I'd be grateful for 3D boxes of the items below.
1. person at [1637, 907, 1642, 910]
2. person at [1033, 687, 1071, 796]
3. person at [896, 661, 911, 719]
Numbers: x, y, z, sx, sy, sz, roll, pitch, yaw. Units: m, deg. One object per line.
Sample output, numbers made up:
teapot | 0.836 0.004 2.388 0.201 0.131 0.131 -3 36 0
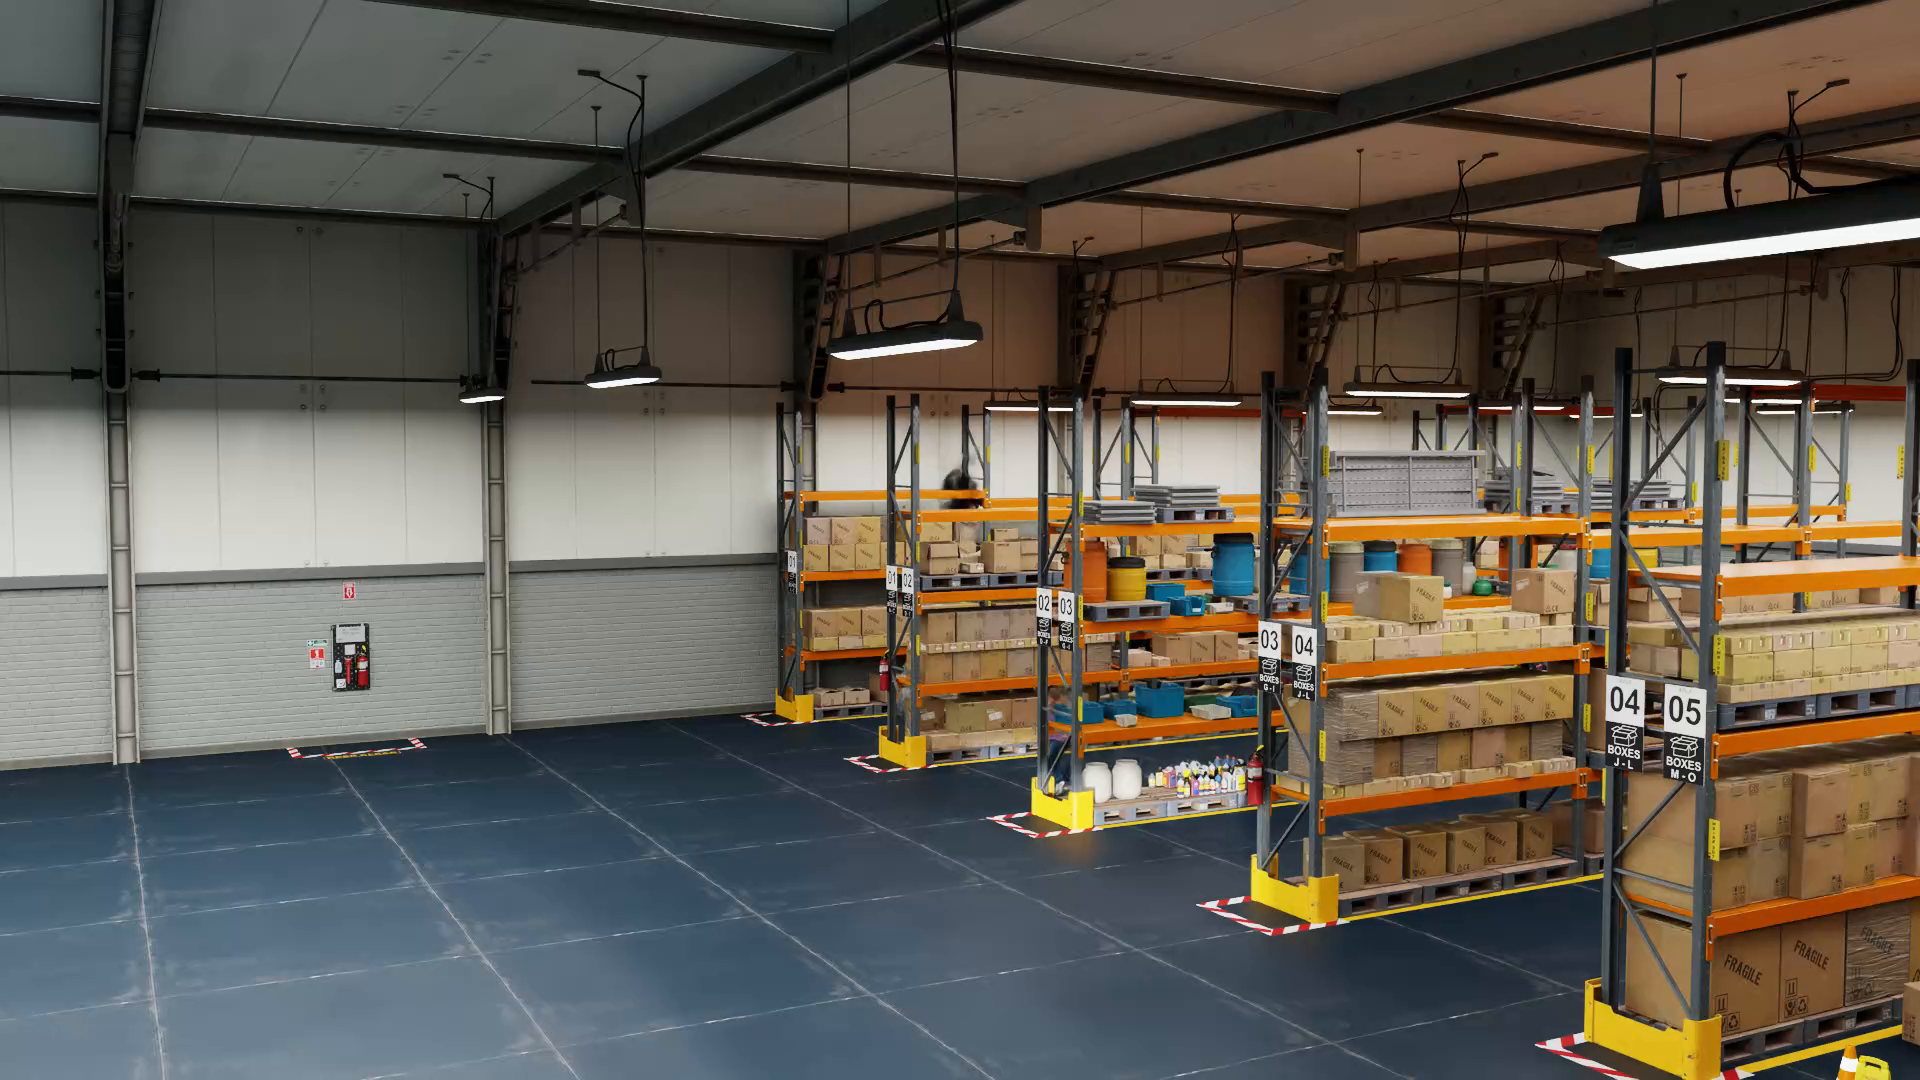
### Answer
person | 6.998 3.411 16.656 0.849 1.640 0.607 -3 4 -38
person | 1.394 2.977 24.571 0.656 1.600 0.567 -2 4 -28
person | -0.854 2.649 29.155 0.591 1.734 0.658 -3 4 -41
